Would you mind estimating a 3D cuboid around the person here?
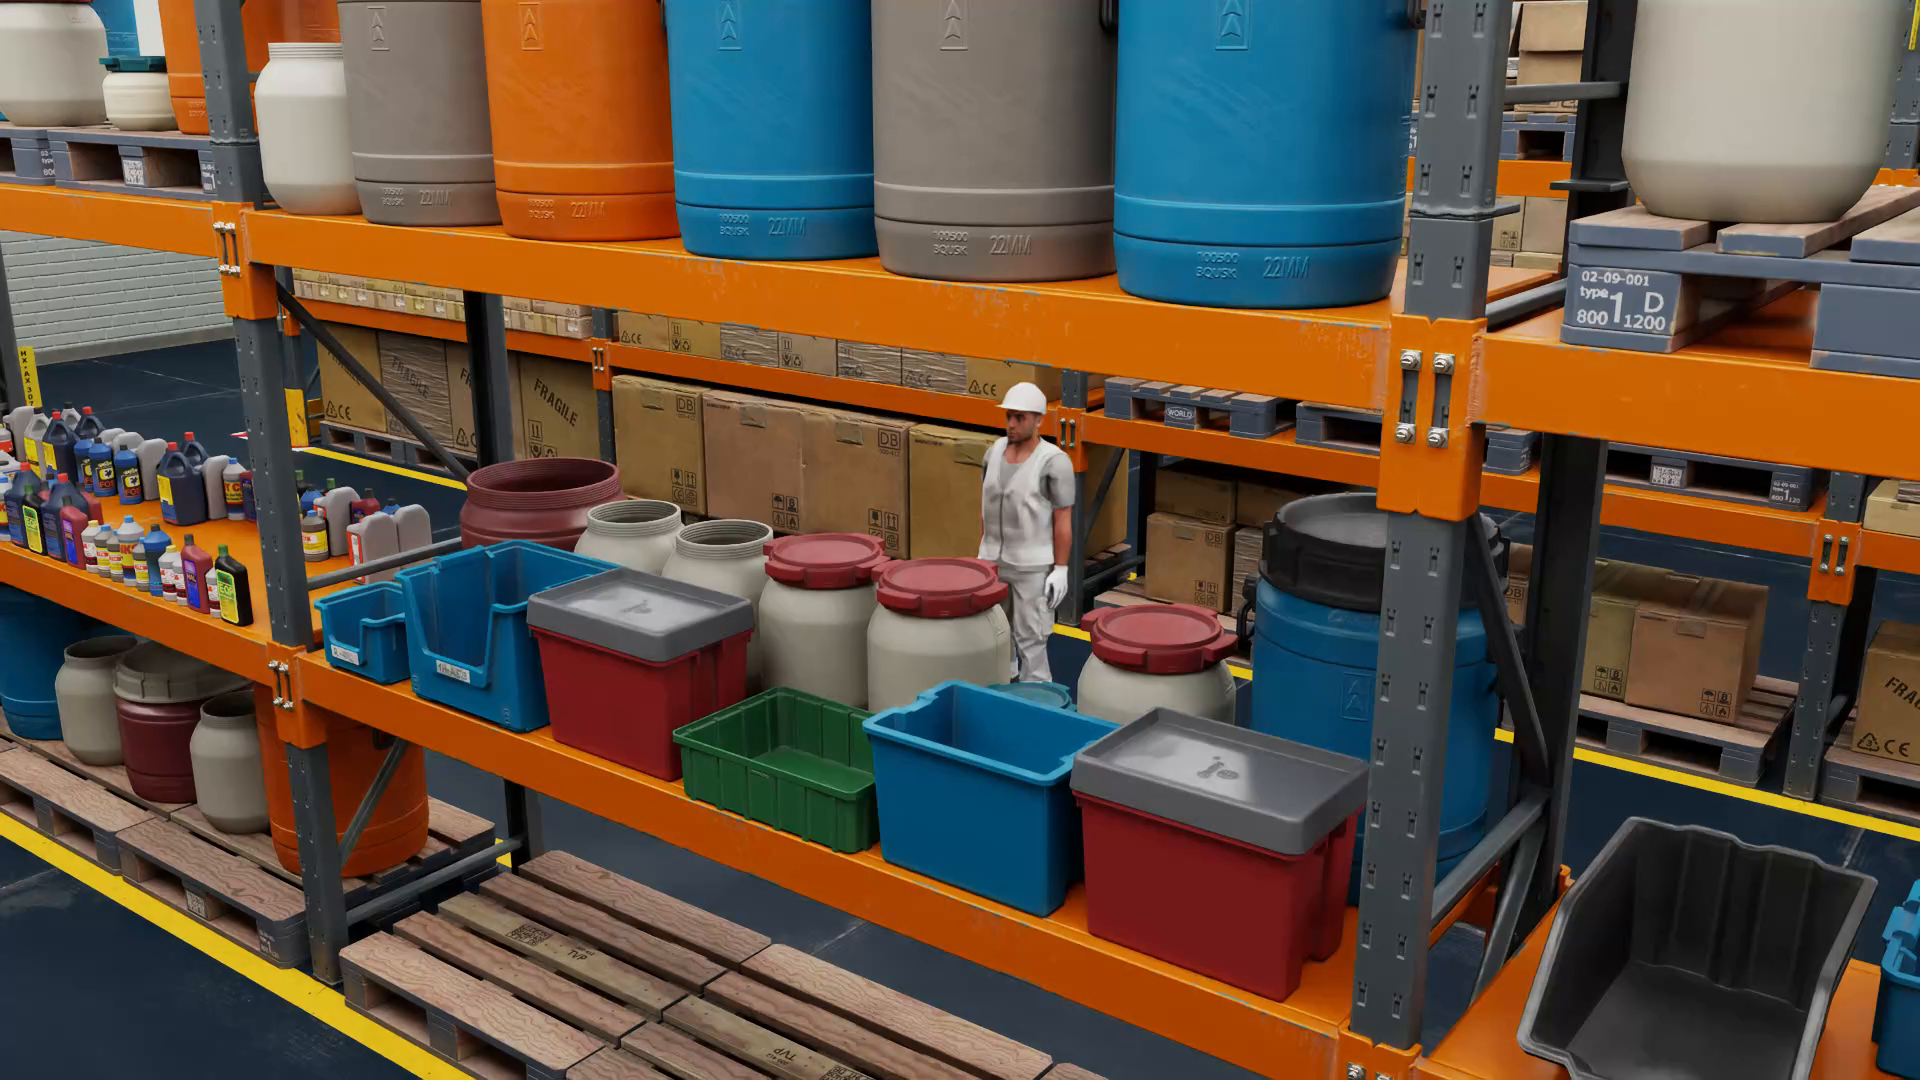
[{"bbox_3d":[0.271,0.146,8.028,0.541,1.812,0.482,13,21,37],"label":"person"}]
